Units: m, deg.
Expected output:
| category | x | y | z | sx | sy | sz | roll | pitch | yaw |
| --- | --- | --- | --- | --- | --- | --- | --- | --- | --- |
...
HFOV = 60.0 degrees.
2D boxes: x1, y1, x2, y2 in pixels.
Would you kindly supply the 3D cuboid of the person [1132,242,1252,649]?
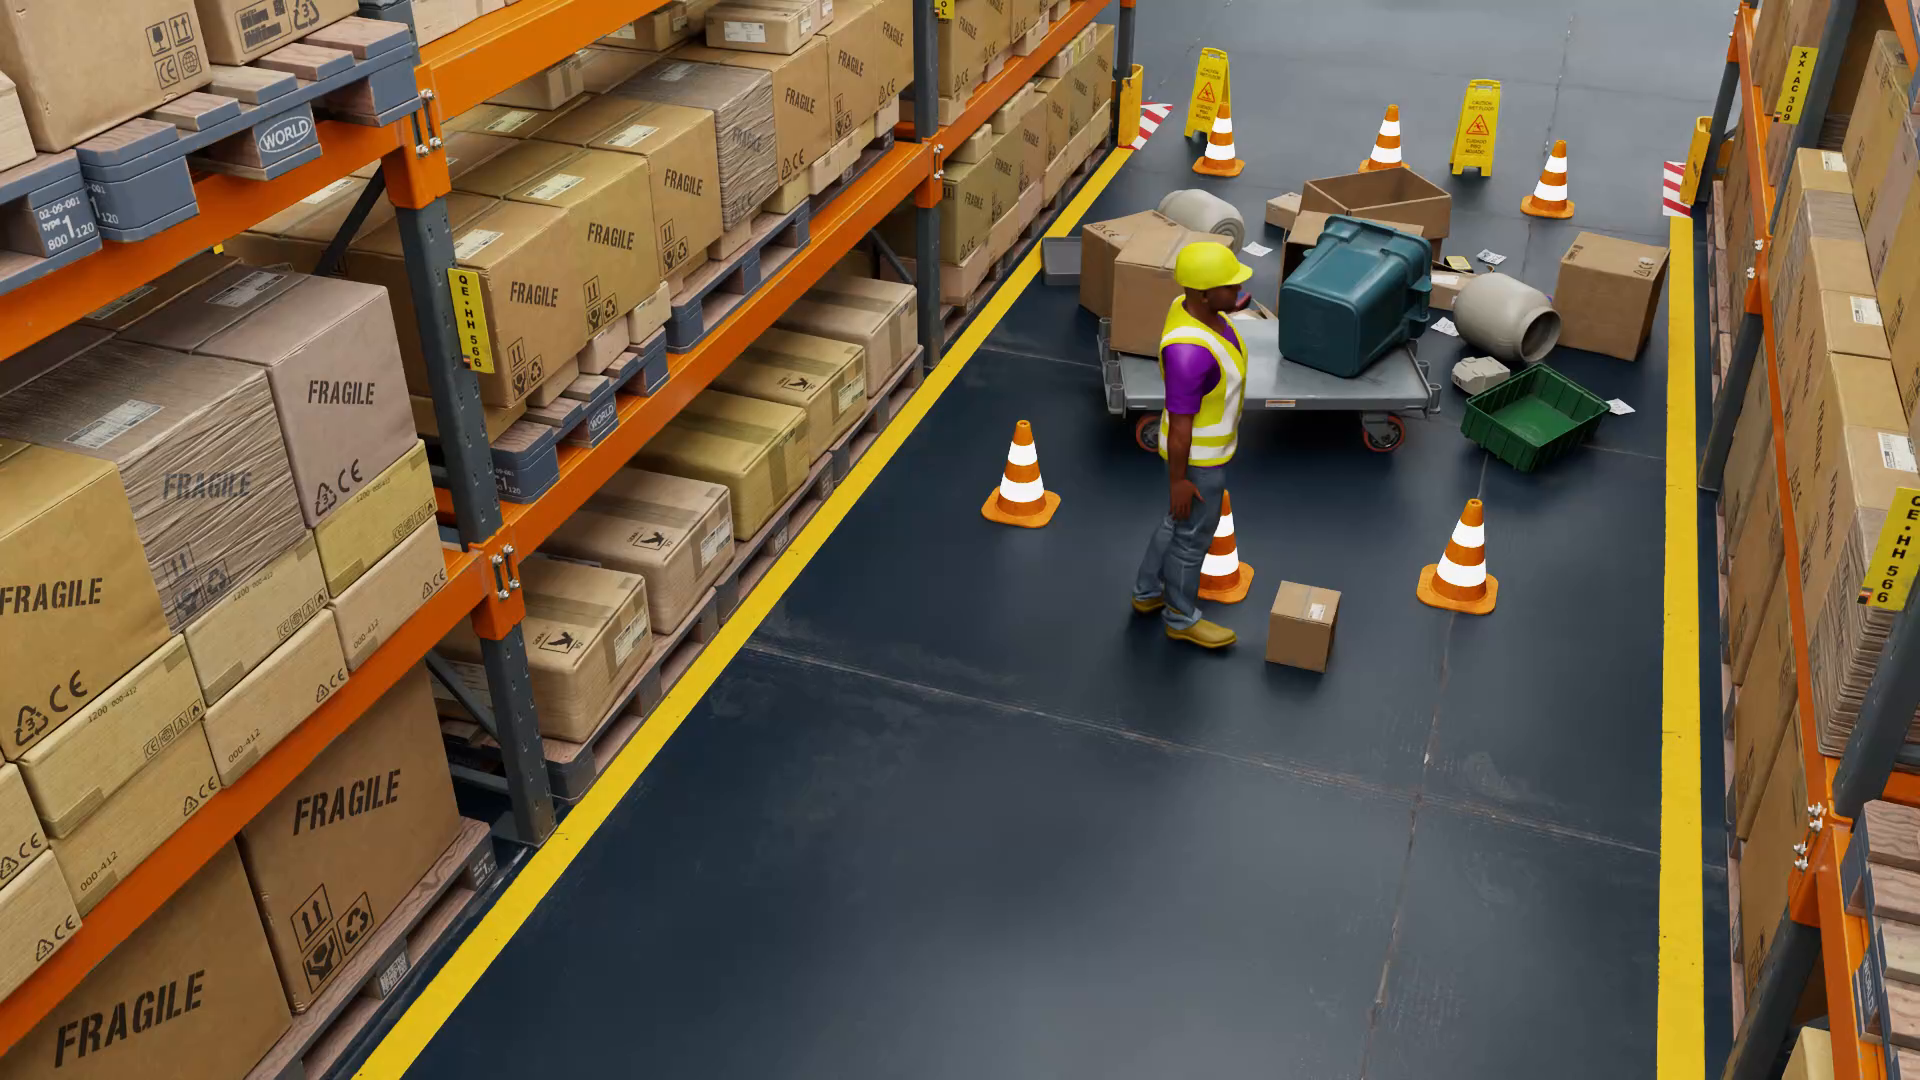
| category | x | y | z | sx | sy | sz | roll | pitch | yaw |
| --- | --- | --- | --- | --- | --- | --- | --- | --- | --- |
| person | 0.960 | -0.376 | 6.678 | 0.459 | 1.770 | 0.608 | 6 | 33 | 8 |
